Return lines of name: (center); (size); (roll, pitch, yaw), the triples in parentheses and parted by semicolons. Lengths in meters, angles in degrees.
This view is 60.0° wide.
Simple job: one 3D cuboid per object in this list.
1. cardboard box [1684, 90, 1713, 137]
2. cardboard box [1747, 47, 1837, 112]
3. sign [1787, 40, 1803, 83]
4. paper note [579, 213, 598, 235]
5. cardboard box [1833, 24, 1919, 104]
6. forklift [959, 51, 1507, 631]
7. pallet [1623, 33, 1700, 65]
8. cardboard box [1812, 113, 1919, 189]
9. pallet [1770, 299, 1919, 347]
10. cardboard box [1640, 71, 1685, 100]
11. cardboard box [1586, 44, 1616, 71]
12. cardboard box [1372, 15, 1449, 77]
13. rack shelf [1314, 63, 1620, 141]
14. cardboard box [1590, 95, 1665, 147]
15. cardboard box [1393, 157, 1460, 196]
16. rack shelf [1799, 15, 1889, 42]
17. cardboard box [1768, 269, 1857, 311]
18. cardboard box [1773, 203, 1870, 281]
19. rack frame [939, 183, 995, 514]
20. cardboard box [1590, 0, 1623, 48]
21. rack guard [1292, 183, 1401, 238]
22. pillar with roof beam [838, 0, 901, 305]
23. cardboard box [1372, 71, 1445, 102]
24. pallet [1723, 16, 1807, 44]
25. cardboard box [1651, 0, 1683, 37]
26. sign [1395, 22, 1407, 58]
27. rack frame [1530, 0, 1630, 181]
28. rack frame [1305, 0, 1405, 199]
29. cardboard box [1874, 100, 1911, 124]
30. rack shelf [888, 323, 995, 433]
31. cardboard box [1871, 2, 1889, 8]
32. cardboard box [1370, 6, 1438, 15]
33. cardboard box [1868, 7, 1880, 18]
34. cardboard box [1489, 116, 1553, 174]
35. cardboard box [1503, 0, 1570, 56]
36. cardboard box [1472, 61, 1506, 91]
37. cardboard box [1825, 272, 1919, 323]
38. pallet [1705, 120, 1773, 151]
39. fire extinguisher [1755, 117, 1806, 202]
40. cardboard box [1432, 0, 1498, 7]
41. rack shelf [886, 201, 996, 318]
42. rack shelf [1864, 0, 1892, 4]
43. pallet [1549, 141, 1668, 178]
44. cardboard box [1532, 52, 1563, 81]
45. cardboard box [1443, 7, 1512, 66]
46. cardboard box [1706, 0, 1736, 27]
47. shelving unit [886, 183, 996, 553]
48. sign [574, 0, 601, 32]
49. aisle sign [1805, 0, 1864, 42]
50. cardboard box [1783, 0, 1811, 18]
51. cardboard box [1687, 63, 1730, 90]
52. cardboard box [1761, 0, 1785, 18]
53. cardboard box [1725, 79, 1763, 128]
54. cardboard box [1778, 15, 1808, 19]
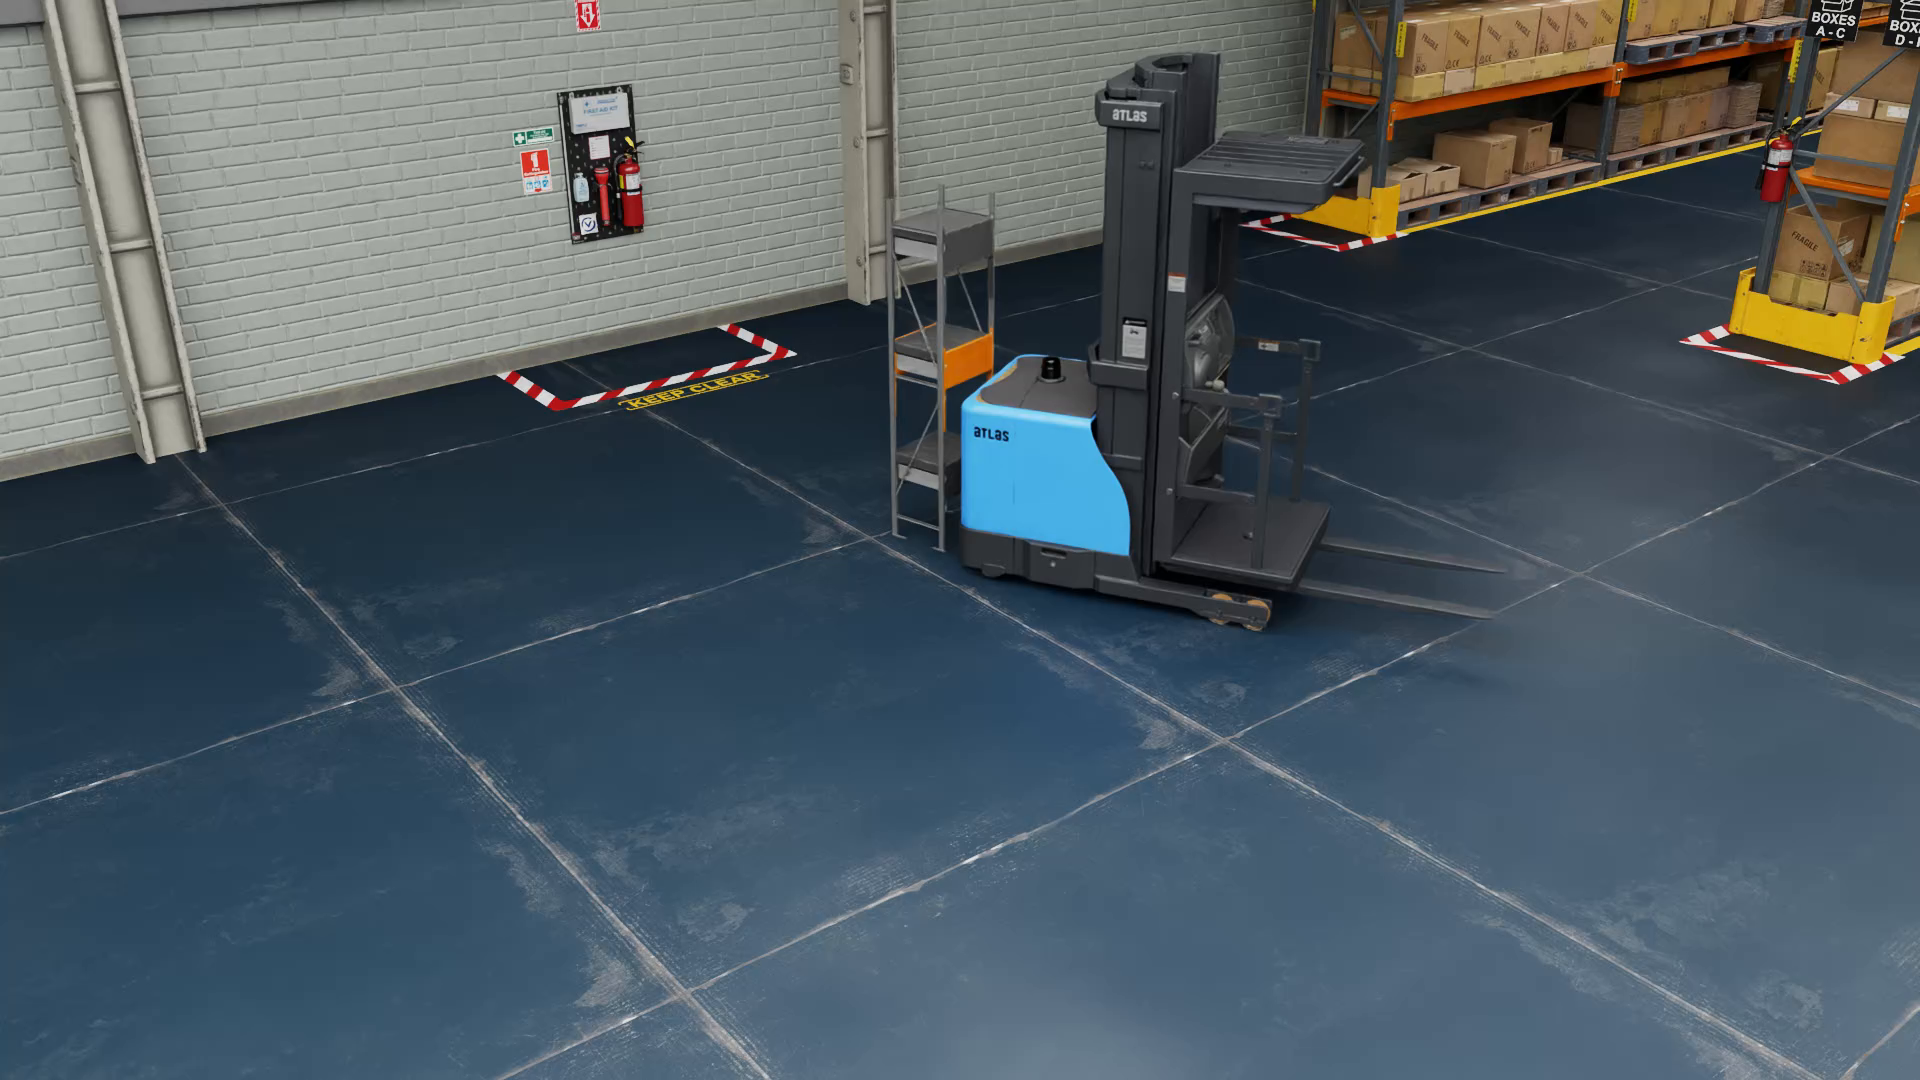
cardboard box: (8.840, -5.337, 20.633); (0.500, 0.500, 0.700); (-18, 31, -34)
cardboard box: (10.885, -6.072, 21.825); (0.750, 0.750, 0.750); (-19, 31, -35)
sign: (6.666, -3.807, 13.233); (0.005, 0.325, 0.100); (-18, 31, -34)
paper note: (-2.924, -2.489, 13.096); (0.142, 0.148, 0.016); (-18, 31, -34)
cardboard box: (7.407, -3.756, 13.119); (0.500, 0.500, 0.700); (-18, 30, -34)
forklift: (1.559, -1.084, 9.104); (3.031, 2.935, 1.130); (10, 27, 20)
pallet: (7.769, -5.733, 19.268); (1.213, 0.211, 1.003); (-18, 31, -34)
cardboard box: (7.365, -3.153, 13.362); (0.500, 0.500, 0.700); (-18, 31, -34)
pallet: (7.566, -1.939, 14.176); (1.213, 0.211, 1.003); (-18, 31, -34)
cardboard box: (8.398, -5.525, 20.146); (0.500, 0.250, 0.500); (-19, 31, -35)
cardboard box: (6.892, -5.388, 18.450); (0.500, 0.250, 0.500); (-18, 30, -34)
cardboard box: (4.491, -4.937, 16.587); (0.500, 0.500, 0.500); (-18, 31, -34)
rack shelf: (5.504, -4.824, 17.936); (4.000, 0.370, 1.077); (-18, 31, -34)
cardboard box: (8.022, -5.083, 20.087); (0.500, 0.500, 0.700); (-19, 31, -35)
cardboard box: (4.979, -3.909, 17.781); (0.500, 0.311, 0.500); (-15, 29, -30)
rack shelf: (11.799, -6.902, 22.414); (4.000, 0.370, 1.077); (-18, 31, -34)
cardboard box: (7.230, -2.171, 14.133); (0.500, 0.250, 0.500); (-18, 31, -34)
cardboard box: (7.228, -2.512, 13.977); (0.500, 0.500, 0.500); (-18, 31, -34)
rack frame: (0.039, -1.092, 10.109); (0.400, 2.100, 0.015); (18, 30, 33)
cardboard box: (6.897, -5.726, 18.288); (0.500, 0.500, 0.500); (-18, 31, -34)
rack guard: (3.990, -3.517, 17.234); (0.348, 0.500, 1.175); (-18, 31, -34)
pillar with roof beam: (1.882, -4.836, 9.980); (0.400, 9.000, 9.100); (-18, 31, -34)
cardboard box: (4.510, -4.594, 16.739); (0.500, 0.250, 0.500); (-19, 31, -35)
pallet: (9.730, -6.402, 20.708); (1.003, 0.211, 1.213); (-18, 31, -34)
cardboard box: (7.944, -6.179, 19.359); (0.500, 0.500, 0.700); (-15, 29, -29)
sign: (4.265, -4.844, 16.096); (0.005, 0.325, 0.100); (-18, 31, -34)
rack frame: (7.078, -5.670, 18.904); (0.127, 3.000, 1.000); (-18, 31, -34)
rack frame: (3.930, -4.631, 16.665); (0.127, 3.000, 1.000); (-18, 31, -34)
cardboard box: (7.432, -3.361, 13.040); (0.250, 0.149, 0.380); (-19, 31, -34)
rack shelf: (-0.109, -0.998, 9.939); (0.431, 0.518, 0.480); (18, 30, 33)
cardboard box: (11.980, -7.339, 22.005); (0.500, 0.500, 0.500); (-17, 30, -33)
cardboard box: (4.572, -5.233, 17.225); (0.500, 0.500, 0.500); (-18, 30, -33)
cardboard box: (12.039, -7.081, 22.219); (0.250, 0.149, 0.380); (-17, 30, -32)
cardboard box: (6.286, -4.453, 18.728); (0.500, 0.500, 0.500); (-21, 32, -38)
cardboard box: (6.104, -5.467, 17.731); (0.500, 0.500, 0.500); (-19, 31, -35)
cardboard box: (5.314, -4.864, 17.321); (0.500, 0.250, 0.500); (-19, 31, -35)
cardboard box: (7.549, -2.000, 13.763); (0.500, 0.250, 0.500); (-18, 31, -34)
pallet: (9.610, -5.242, 21.294); (1.213, 0.211, 1.003); (-18, 31, -34)
fire extinguisher: (6.610, -3.079, 13.413); (0.183, 0.674, 0.296); (-18, 31, -34)
cardboard box: (5.373, -5.499, 17.799); (0.500, 0.500, 0.500); (-18, 30, -33)
rack shelf: (-0.109, -1.633, 9.644); (0.431, 0.518, 0.480); (18, 30, 33)
rack shelf: (8.564, -4.545, 13.771); (4.000, 0.370, 1.077); (-18, 31, -34)
pallet: (7.690, -4.608, 19.928); (1.213, 0.211, 1.003); (-18, 31, -34)
cardboard box: (6.109, -5.125, 17.884); (0.500, 0.250, 0.500); (-18, 31, -34)
cardboard box: (5.297, -5.194, 17.142); (0.500, 0.500, 0.500); (-19, 31, -36)
cardboard box: (8.895, -6.498, 20.046); (0.500, 0.500, 0.700); (-18, 31, -34)
shelving unit: (-0.109, -1.011, 9.933); (0.431, 2.100, 0.503); (18, 30, 33)
sign: (-2.810, -3.994, 12.539); (0.199, 0.298, 0.001); (-18, 31, -34)
aisle sign: (6.757, -4.250, 12.757); (0.004, 0.787, 0.394); (-18, 31, -34)
cardboard box: (10.766, -6.940, 21.144); (0.500, 0.500, 0.500); (-17, 30, -33)
cardboard box: (9.204, -5.783, 20.704); (0.500, 0.250, 0.500); (-18, 30, -33)
cardboard box: (9.862, -6.829, 20.759); (0.500, 0.500, 0.700); (-23, 33, -40)
cardboard box: (9.691, -5.571, 21.136); (0.500, 0.500, 0.700); (-18, 30, -33)
cardboard box: (10.627, -6.613, 21.211); (0.250, 0.149, 0.380); (-19, 31, -35)
